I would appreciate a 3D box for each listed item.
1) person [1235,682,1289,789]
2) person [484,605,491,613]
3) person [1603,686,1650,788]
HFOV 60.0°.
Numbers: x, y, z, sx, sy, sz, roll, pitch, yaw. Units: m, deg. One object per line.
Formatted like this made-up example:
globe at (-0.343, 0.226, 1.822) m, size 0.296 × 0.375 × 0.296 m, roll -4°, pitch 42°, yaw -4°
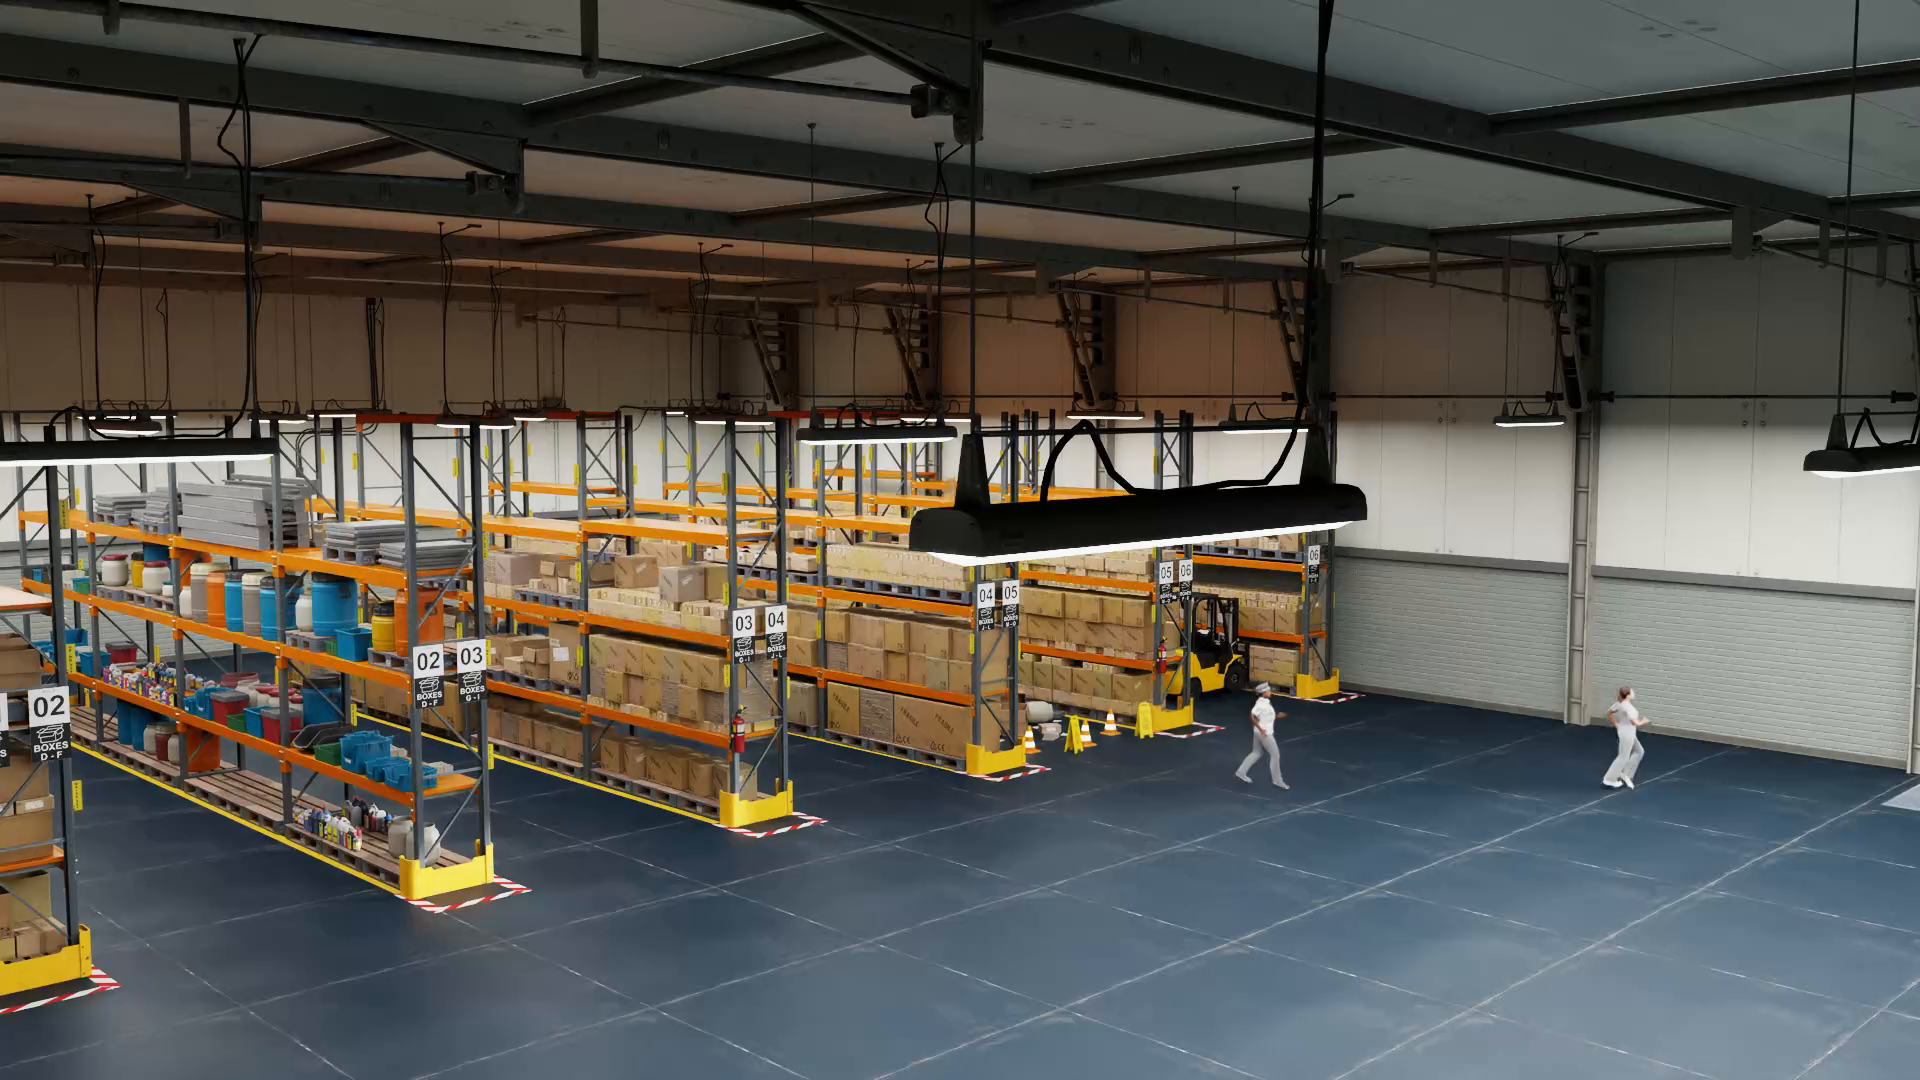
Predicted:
person at (4.884, 3.145, 26.820) m, size 0.866 × 1.727 × 0.563 m, roll 0°, pitch 5°, yaw 2°
person at (-11.634, 1.992, 40.390) m, size 0.546 × 1.689 × 0.782 m, roll -3°, pitch 6°, yaw -29°
person at (10.722, 3.177, 26.753) m, size 0.707 × 1.693 × 0.532 m, roll 1°, pitch 5°, yaw 8°
